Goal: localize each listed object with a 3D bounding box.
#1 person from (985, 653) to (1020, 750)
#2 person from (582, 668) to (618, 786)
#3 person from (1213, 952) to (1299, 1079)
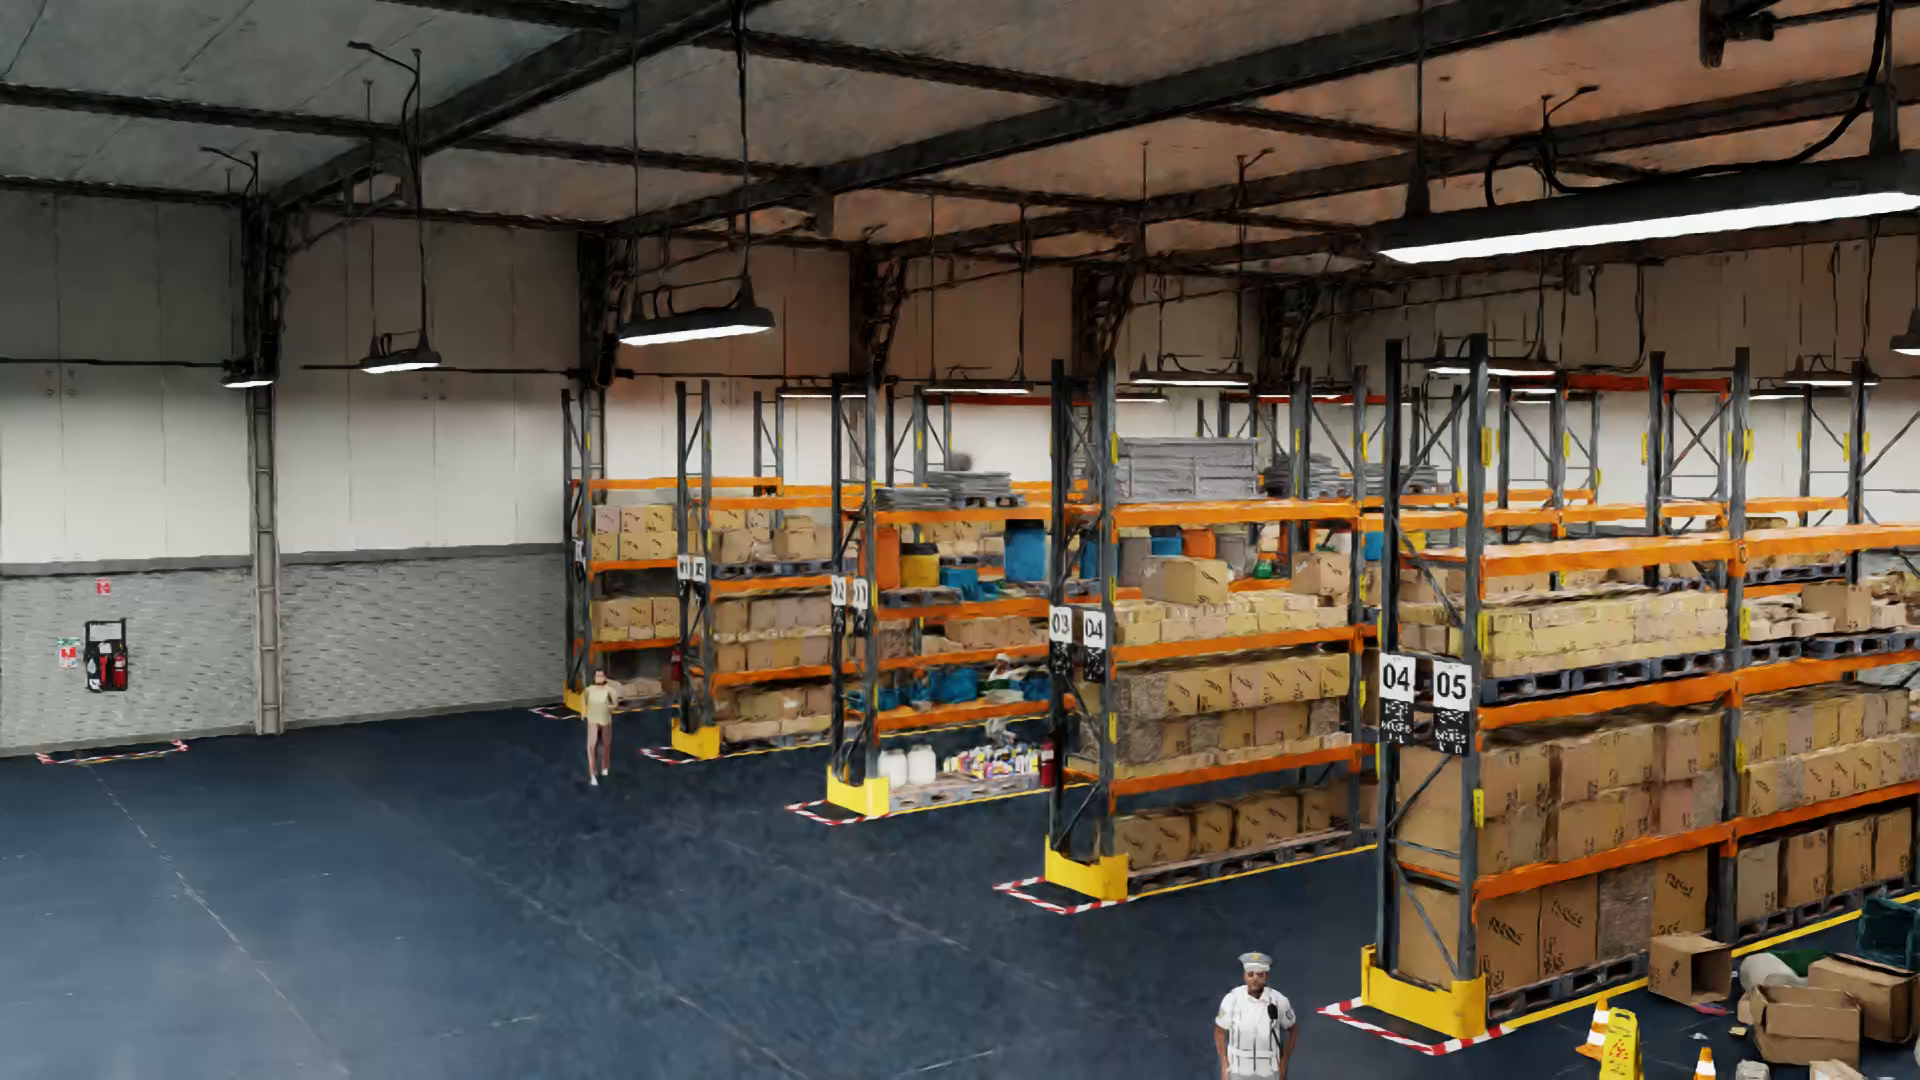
[{"bbox_3d":[0.676,2.629,26.025,0.689,1.743,0.683,-3,5,-43],"label":"person"},{"bbox_3d":[-5.334,2.750,24.625,0.547,1.721,0.723,-1,4,-9],"label":"person"},{"bbox_3d":[2.025,3.617,11.382,0.584,1.674,0.668,1,4,9],"label":"person"}]
